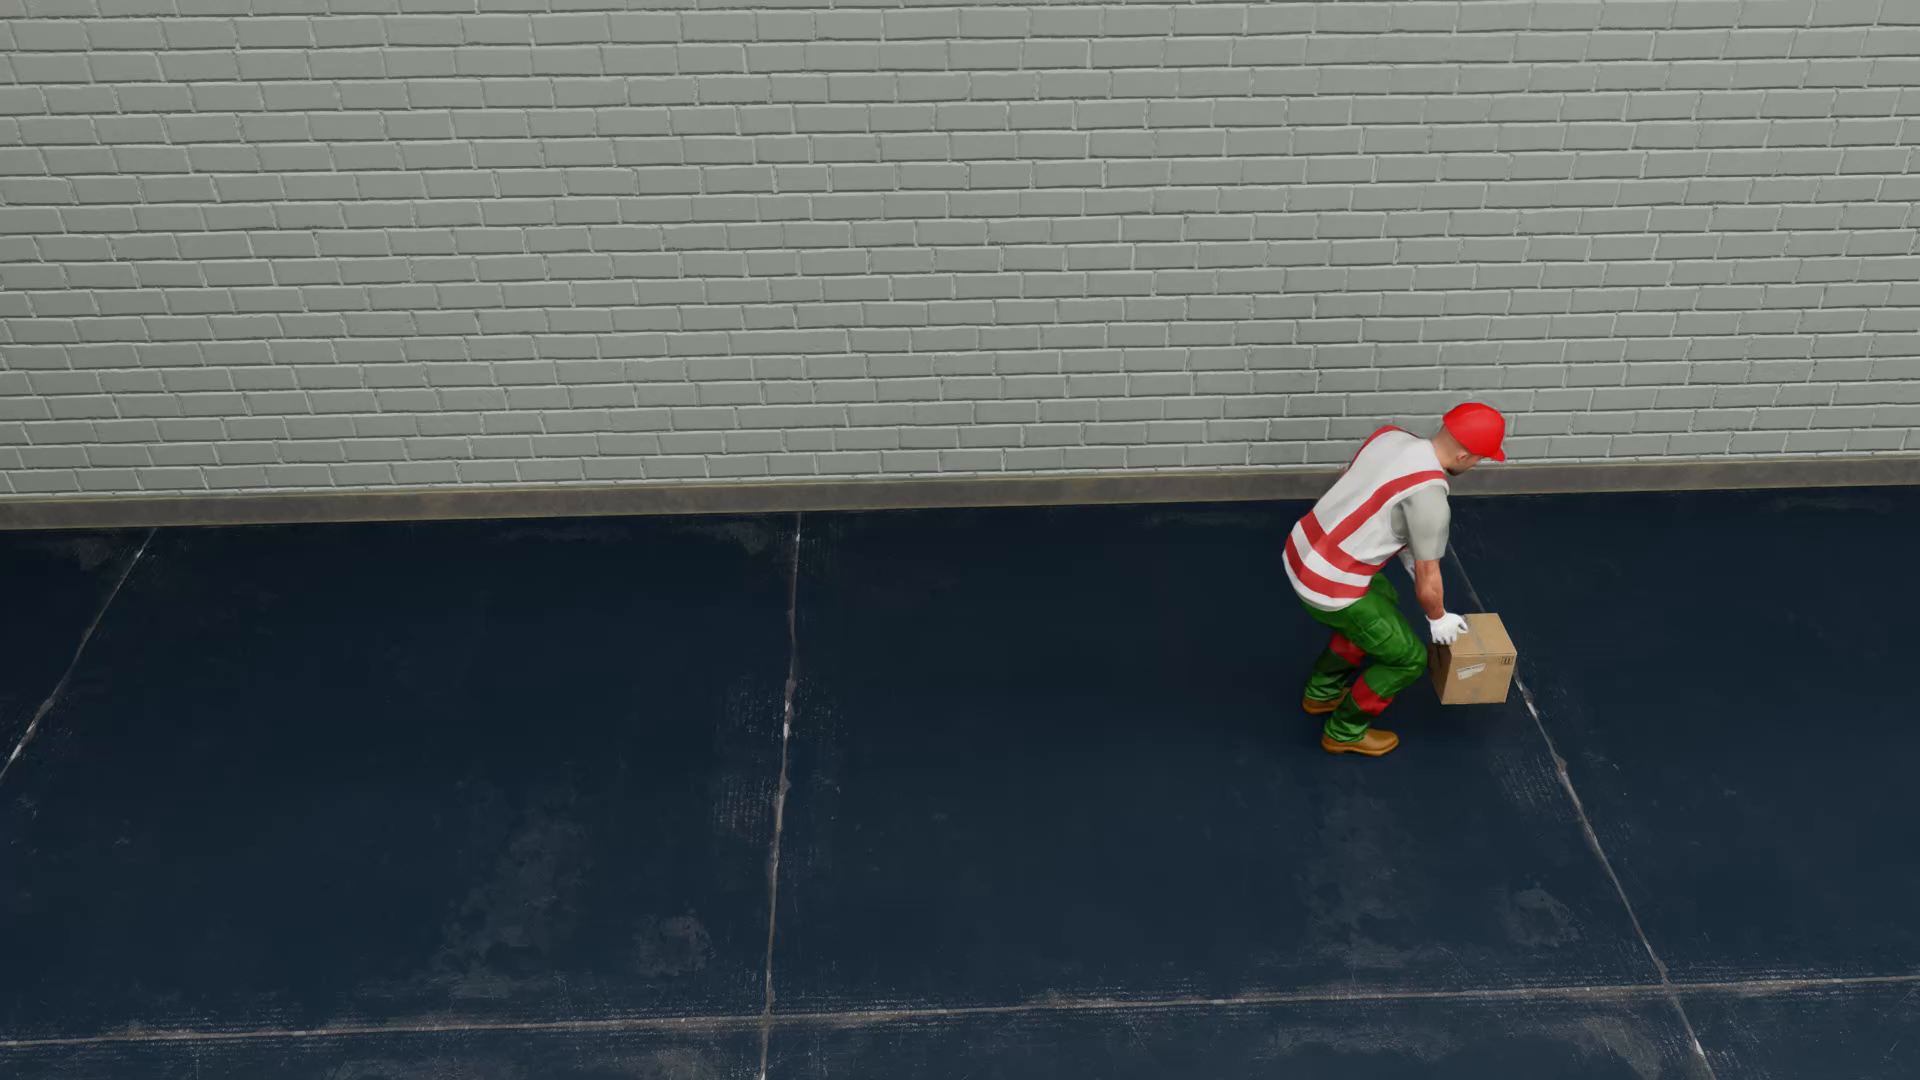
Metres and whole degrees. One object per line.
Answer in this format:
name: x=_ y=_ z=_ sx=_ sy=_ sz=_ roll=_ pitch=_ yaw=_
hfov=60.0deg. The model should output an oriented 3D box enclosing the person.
person: x=1.581 y=0.125 z=6.248 sx=0.748 sy=1.443 sz=0.583 roll=-1 pitch=35 yaw=-2
